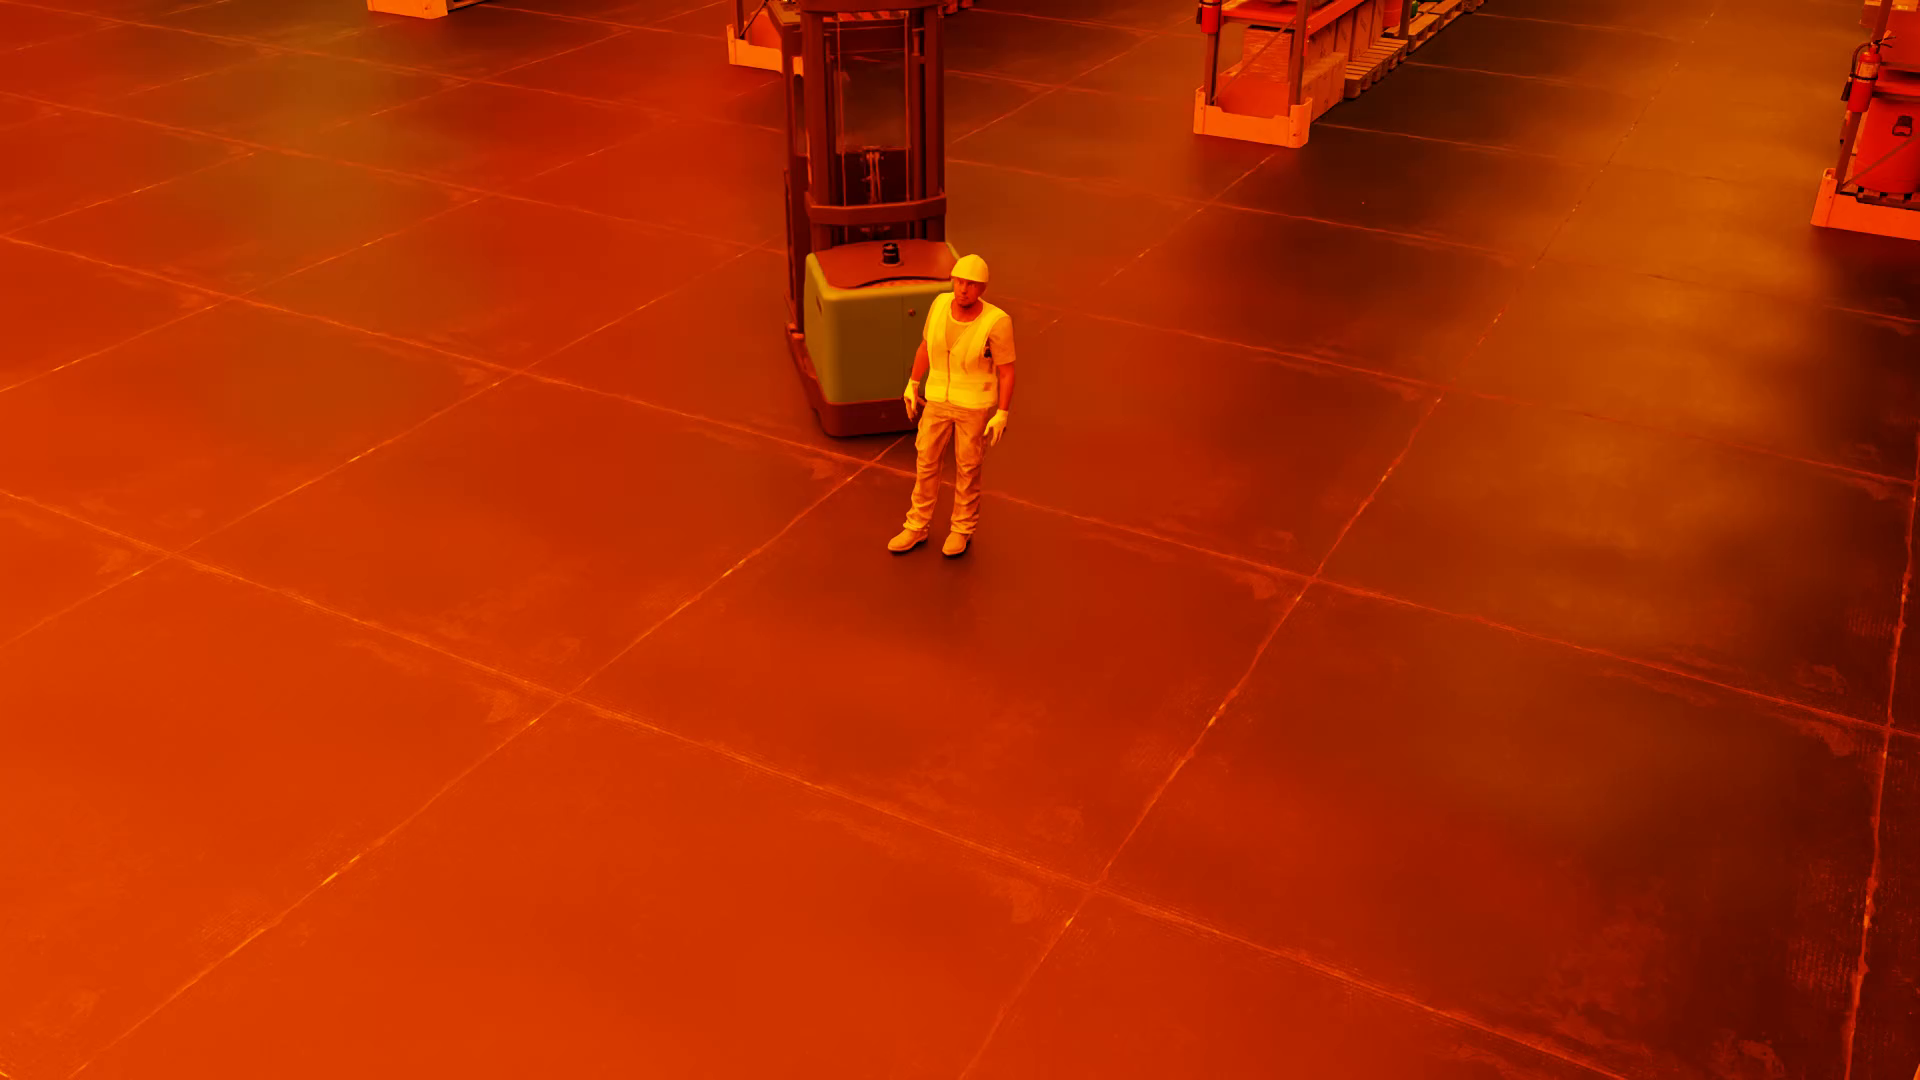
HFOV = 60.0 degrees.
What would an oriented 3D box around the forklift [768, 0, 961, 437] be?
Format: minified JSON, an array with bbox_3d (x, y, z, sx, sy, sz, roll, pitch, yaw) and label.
[{"bbox_3d":[-0.703,-2.678,11.711,1.130,2.935,3.031,-7,31,-11],"label":"forklift"}]

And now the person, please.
[{"bbox_3d":[-0.042,-0.749,9.502,0.656,1.781,0.576,15,33,25],"label":"person"}]
